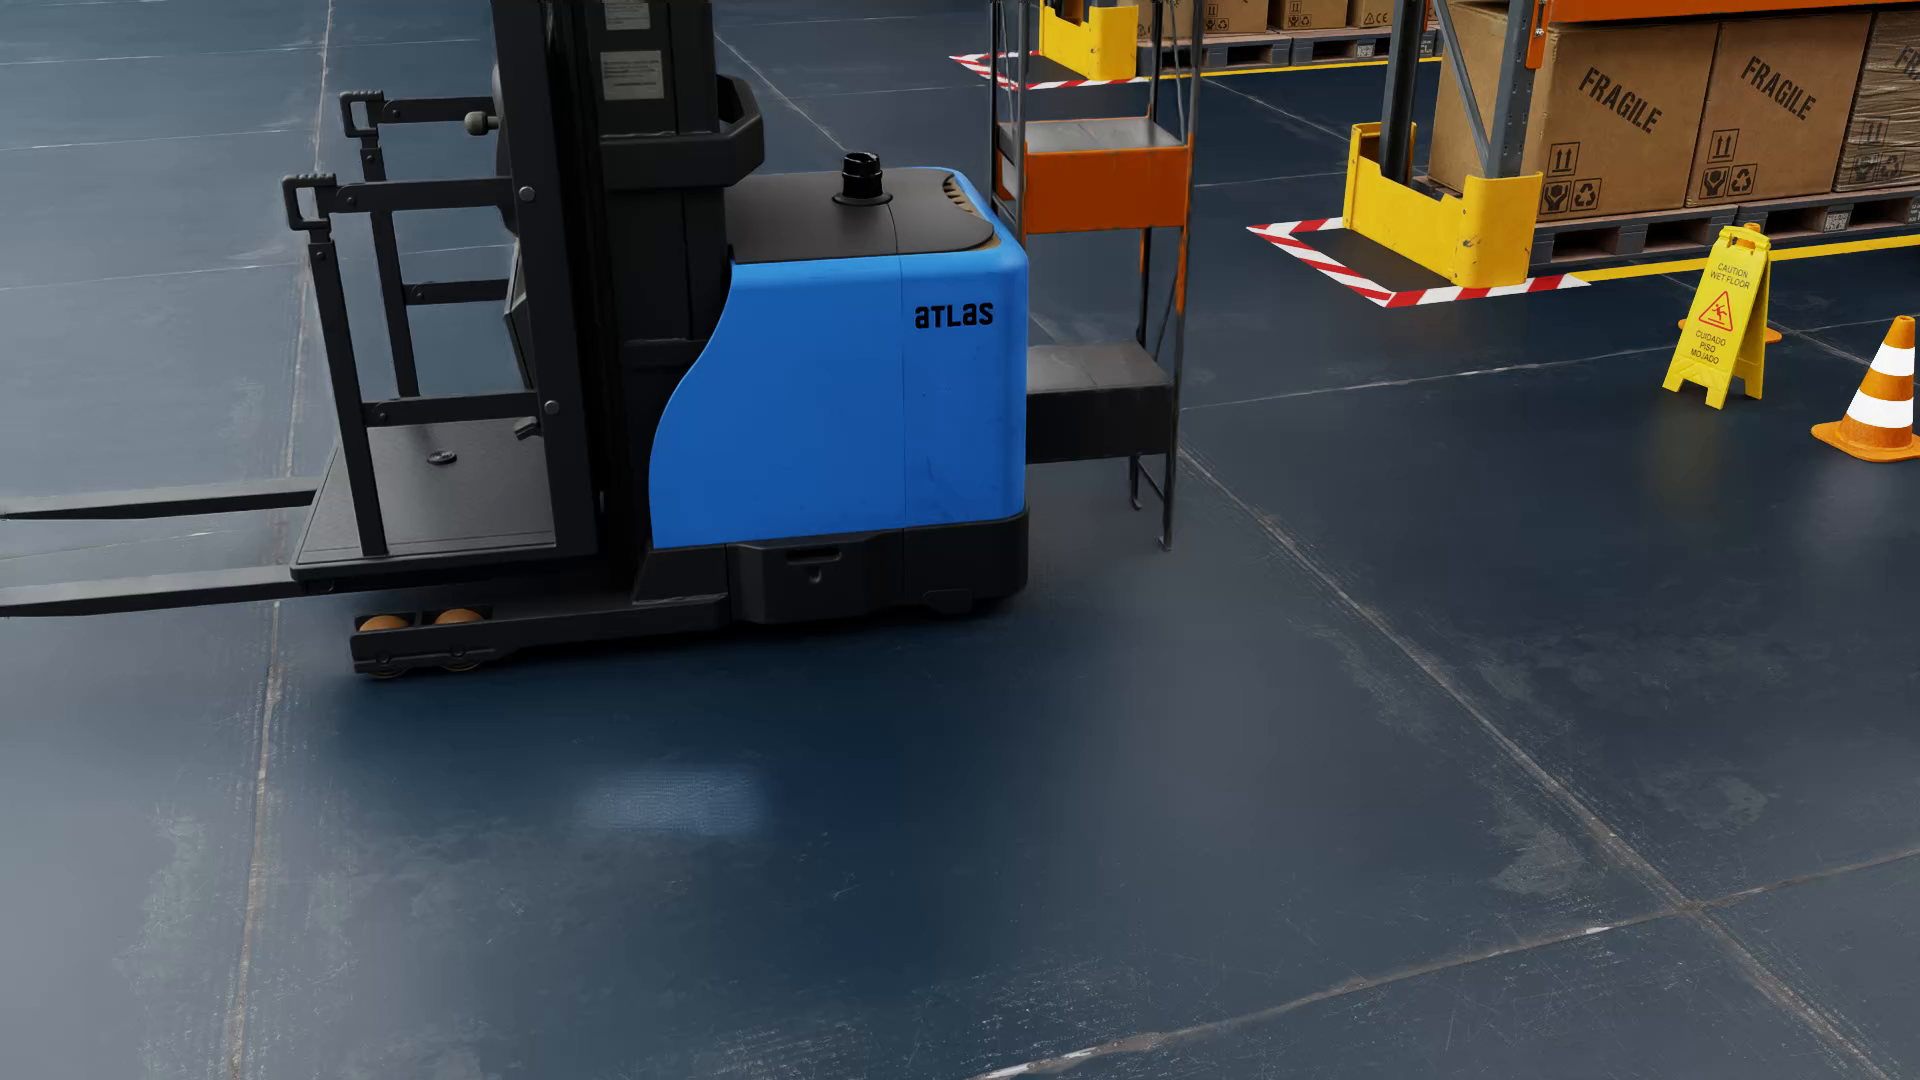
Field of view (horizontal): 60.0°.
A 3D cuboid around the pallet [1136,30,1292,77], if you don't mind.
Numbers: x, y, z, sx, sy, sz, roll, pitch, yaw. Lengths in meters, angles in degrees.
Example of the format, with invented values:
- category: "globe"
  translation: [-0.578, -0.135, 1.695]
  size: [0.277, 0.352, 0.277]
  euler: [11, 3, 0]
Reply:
- category: "pallet"
  translation: [1.716, -3.717, 12.500]
  size: [1.213, 0.211, 1.003]
  euler: [-8, 28, -16]

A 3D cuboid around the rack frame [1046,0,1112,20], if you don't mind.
- category: "rack frame"
  translation: [0.861, -4.859, 11.664]
  size: [0.127, 3.000, 1.000]
  euler: [-8, 28, -16]

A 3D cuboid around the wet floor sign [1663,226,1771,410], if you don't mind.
- category: "wet floor sign"
  translation: [2.886, -0.852, 6.241]
  size: [0.232, 0.644, 0.267]
  euler: [-13, 29, -25]

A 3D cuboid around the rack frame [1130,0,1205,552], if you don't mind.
- category: "rack frame"
  translation: [0.610, -0.990, 4.884]
  size: [0.015, 2.100, 0.400]
  euler: [-5, 27, -10]

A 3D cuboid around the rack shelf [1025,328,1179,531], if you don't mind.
- category: "rack shelf"
  translation: [0.371, -0.330, 5.159]
  size: [0.480, 0.518, 0.431]
  euler: [-5, 27, -10]

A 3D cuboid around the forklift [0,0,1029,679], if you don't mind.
- category: "forklift"
  translation: [-1.371, -1.194, 4.359]
  size: [3.031, 2.935, 1.130]
  euler: [-5, 27, -10]

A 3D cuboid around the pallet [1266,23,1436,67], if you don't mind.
- category: "pallet"
  translation: [2.874, -3.884, 12.835]
  size: [1.213, 0.211, 1.003]
  euler: [-8, 28, -16]

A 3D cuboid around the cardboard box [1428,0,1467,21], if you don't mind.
- category: "cardboard box"
  translation: [3.729, -4.358, 12.993]
  size: [0.500, 0.500, 0.500]
  euler: [0, 26, 0]

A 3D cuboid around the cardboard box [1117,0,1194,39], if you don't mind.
- category: "cardboard box"
  translation: [1.459, -4.006, 12.285]
  size: [0.500, 0.500, 0.500]
  euler: [-3, 27, -7]

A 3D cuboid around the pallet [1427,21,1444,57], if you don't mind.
- category: "pallet"
  translation: [4.036, -4.053, 13.177]
  size: [1.213, 0.211, 1.003]
  euler: [-8, 28, -16]

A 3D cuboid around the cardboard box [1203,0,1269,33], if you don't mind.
- category: "cardboard box"
  translation: [2.017, -4.103, 12.480]
  size: [0.500, 0.500, 0.500]
  euler: [-1, 26, -3]

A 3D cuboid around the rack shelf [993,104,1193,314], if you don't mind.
- category: "rack shelf"
  translation: [0.371, -0.957, 4.848]
  size: [0.480, 0.518, 0.431]
  euler: [-5, 27, -10]

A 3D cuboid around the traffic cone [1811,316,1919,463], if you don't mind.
- category: "traffic cone"
  translation: [3.272, -0.560, 5.857]
  size: [0.334, 0.463, 0.336]
  euler: [-8, 28, -16]

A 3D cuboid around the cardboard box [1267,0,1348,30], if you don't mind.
- category: "cardboard box"
  translation: [2.618, -4.181, 12.638]
  size: [0.500, 0.500, 0.500]
  euler: [-6, 27, -11]

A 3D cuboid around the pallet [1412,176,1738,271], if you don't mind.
- category: "pallet"
  translation: [3.036, -1.642, 8.320]
  size: [1.213, 0.211, 1.003]
  euler: [-8, 28, -16]

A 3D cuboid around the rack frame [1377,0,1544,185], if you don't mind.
- category: "rack frame"
  translation: [2.300, -2.748, 7.411]
  size: [0.127, 3.000, 1.000]
  euler: [-8, 28, -16]

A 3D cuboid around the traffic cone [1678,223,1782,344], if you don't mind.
- category: "traffic cone"
  translation: [3.245, -1.084, 6.913]
  size: [0.334, 0.463, 0.336]
  euler: [-8, 28, -16]

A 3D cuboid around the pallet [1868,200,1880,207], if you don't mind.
- category: "pallet"
  translation: [5.357, -1.978, 8.997]
  size: [1.213, 0.211, 1.003]
  euler: [-8, 28, -16]

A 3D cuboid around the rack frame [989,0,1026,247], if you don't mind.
- category: "rack frame"
  translation: [0.131, -0.949, 4.800]
  size: [0.015, 2.100, 0.400]
  euler: [-5, 27, -10]

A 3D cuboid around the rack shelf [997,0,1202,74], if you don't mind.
- category: "rack shelf"
  translation: [0.371, -1.584, 4.537]
  size: [0.480, 0.518, 0.431]
  euler: [-5, 27, -10]

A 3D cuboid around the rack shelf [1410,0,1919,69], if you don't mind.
- category: "rack shelf"
  translation: [4.202, -2.701, 8.126]
  size: [4.000, 0.370, 1.077]
  euler: [-8, 28, -16]

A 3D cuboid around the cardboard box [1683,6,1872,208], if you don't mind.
- category: "cardboard box"
  translation: [3.761, -2.227, 8.281]
  size: [0.875, 0.875, 0.875]
  euler: [-9, 28, -17]

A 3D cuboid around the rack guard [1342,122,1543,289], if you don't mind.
- category: "rack guard"
  translation: [2.278, -1.625, 7.961]
  size: [0.348, 0.500, 1.175]
  euler: [-8, 28, -16]

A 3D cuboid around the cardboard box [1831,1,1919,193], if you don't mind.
- category: "cardboard box"
  translation: [4.628, -2.352, 8.532]
  size: [0.875, 0.875, 0.875]
  euler: [-8, 28, -16]

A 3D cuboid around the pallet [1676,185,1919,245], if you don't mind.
- category: "pallet"
  translation: [4.194, -1.808, 8.655]
  size: [1.213, 0.211, 1.003]
  euler: [-8, 28, -16]

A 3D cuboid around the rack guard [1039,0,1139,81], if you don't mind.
- category: "rack guard"
  translation: [0.933, -3.750, 12.241]
  size: [0.348, 0.500, 1.175]
  euler: [-8, 28, -16]

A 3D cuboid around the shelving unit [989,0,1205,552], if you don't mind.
- category: "shelving unit"
  translation: [0.371, -0.970, 4.842]
  size: [0.503, 2.100, 0.431]
  euler: [-5, 27, -10]

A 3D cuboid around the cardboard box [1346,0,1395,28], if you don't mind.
- category: "cardboard box"
  translation: [3.163, -4.239, 12.754]
  size: [0.500, 0.500, 0.500]
  euler: [-11, 28, -21]

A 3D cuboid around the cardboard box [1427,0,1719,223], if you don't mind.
- category: "cardboard box"
  translation: [2.925, -2.105, 8.035]
  size: [0.875, 0.875, 0.875]
  euler: [-8, 28, -16]
